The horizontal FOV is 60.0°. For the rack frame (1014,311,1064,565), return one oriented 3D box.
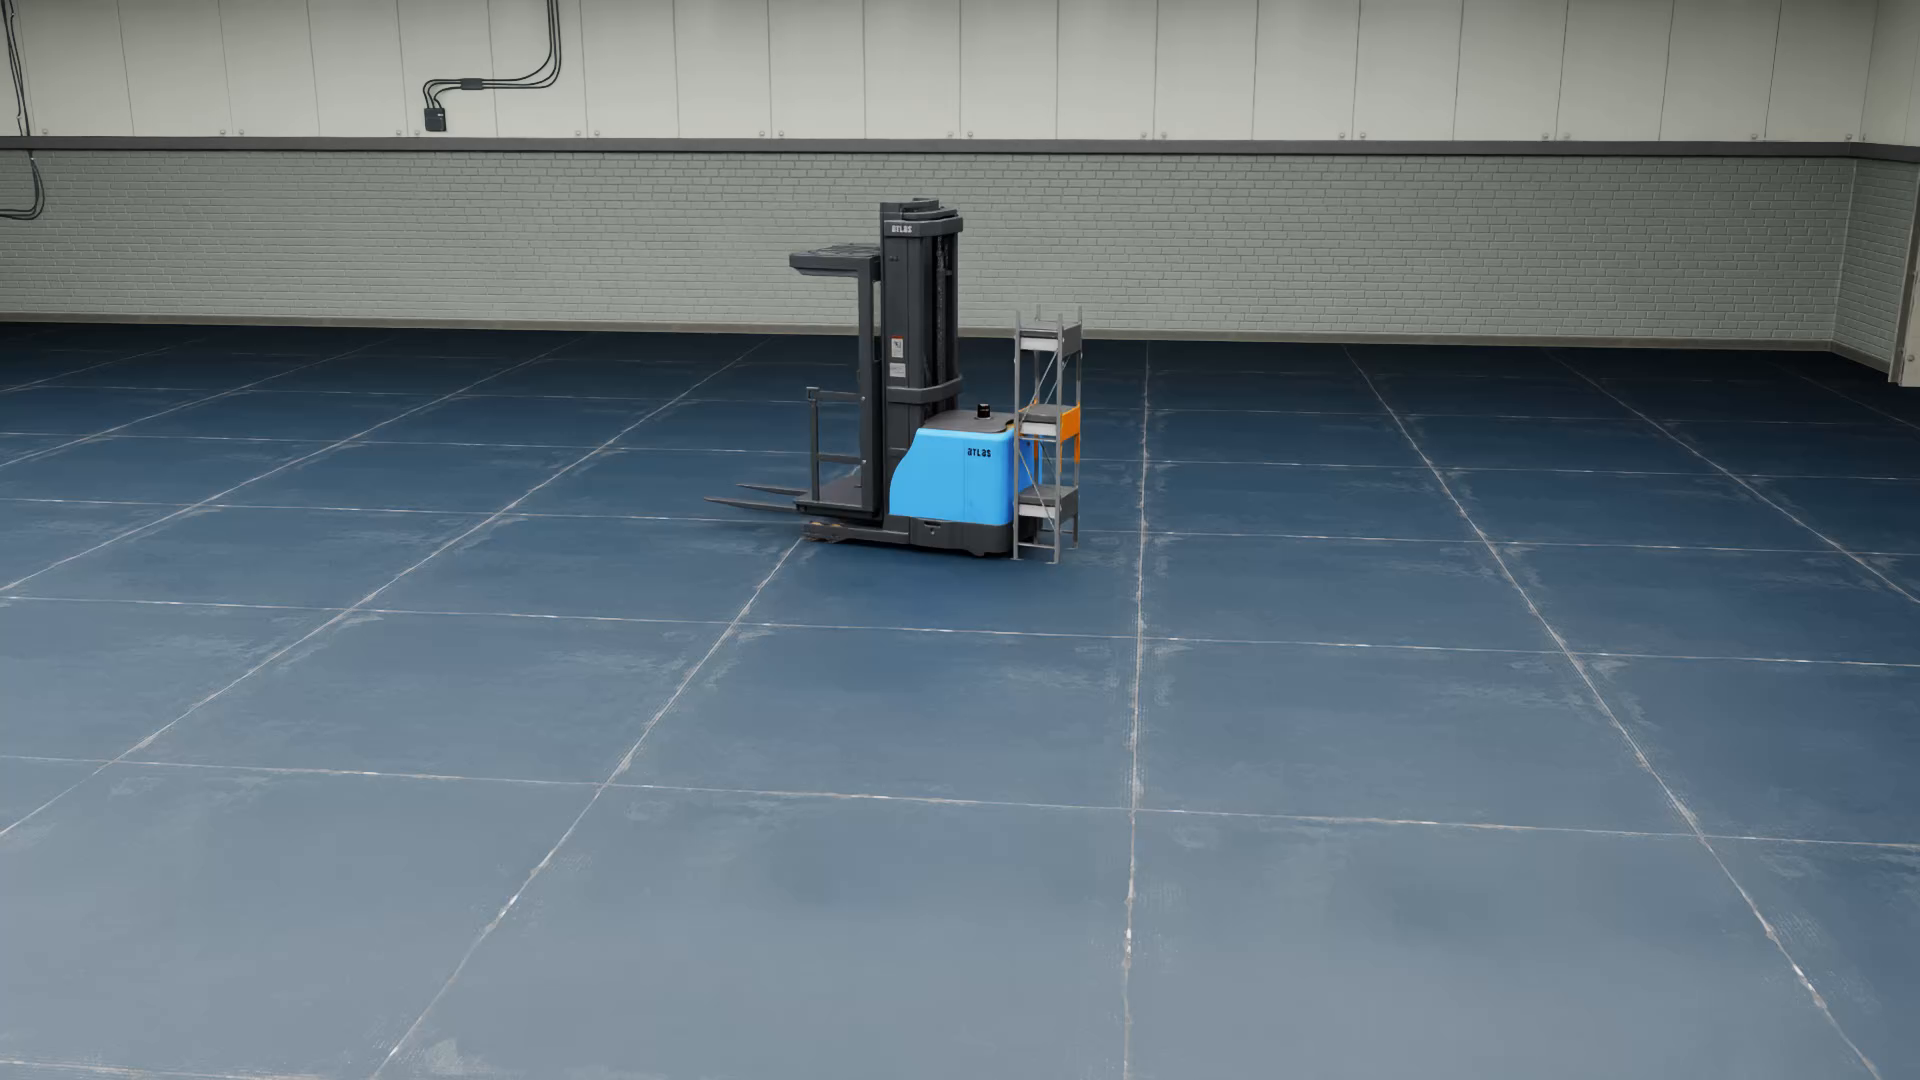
[{"bbox_3d":[0.646,-0.826,13.694,0.400,2.100,0.015,6,16,22],"label":"rack frame"}]

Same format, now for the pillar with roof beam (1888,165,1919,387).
[{"bbox_3d":[8.491,-6.576,21.743,9.100,9.000,0.400,2,15,6],"label":"pillar with roof beam"}]

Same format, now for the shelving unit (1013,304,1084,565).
[{"bbox_3d":[0.739,-0.885,13.912,0.431,2.100,0.503,6,16,22],"label":"shelving unit"}]

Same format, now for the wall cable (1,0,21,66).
[{"bbox_3d":[-14.196,-8.962,26.838,3.097,2.526,0.112,2,15,6],"label":"wall cable"}]

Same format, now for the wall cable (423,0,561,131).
[{"bbox_3d":[-7.453,-9.460,25.893,2.305,6.003,0.169,2,15,6],"label":"wall cable"}]

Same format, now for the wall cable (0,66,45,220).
[{"bbox_3d":[-16.884,-6.603,27.792,3.097,2.526,0.112,2,15,6],"label":"wall cable"}]

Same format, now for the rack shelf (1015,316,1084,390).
[{"bbox_3d":[0.739,-1.547,13.733,0.431,0.518,0.480,6,16,22],"label":"rack shelf"}]

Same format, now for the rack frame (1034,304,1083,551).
[{"bbox_3d":[0.833,-0.944,14.129,0.400,2.100,0.015,6,16,22],"label":"rack frame"}]

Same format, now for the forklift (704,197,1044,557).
[{"bbox_3d":[-0.821,-1.504,14.609,3.031,2.935,1.130,6,16,22],"label":"forklift"}]

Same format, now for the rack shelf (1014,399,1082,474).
[{"bbox_3d":[0.739,-0.872,13.915,0.431,0.518,0.480,6,16,22],"label":"rack shelf"}]

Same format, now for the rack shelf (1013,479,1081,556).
[{"bbox_3d":[0.739,-0.196,14.098,0.431,0.518,0.480,6,16,22],"label":"rack shelf"}]
